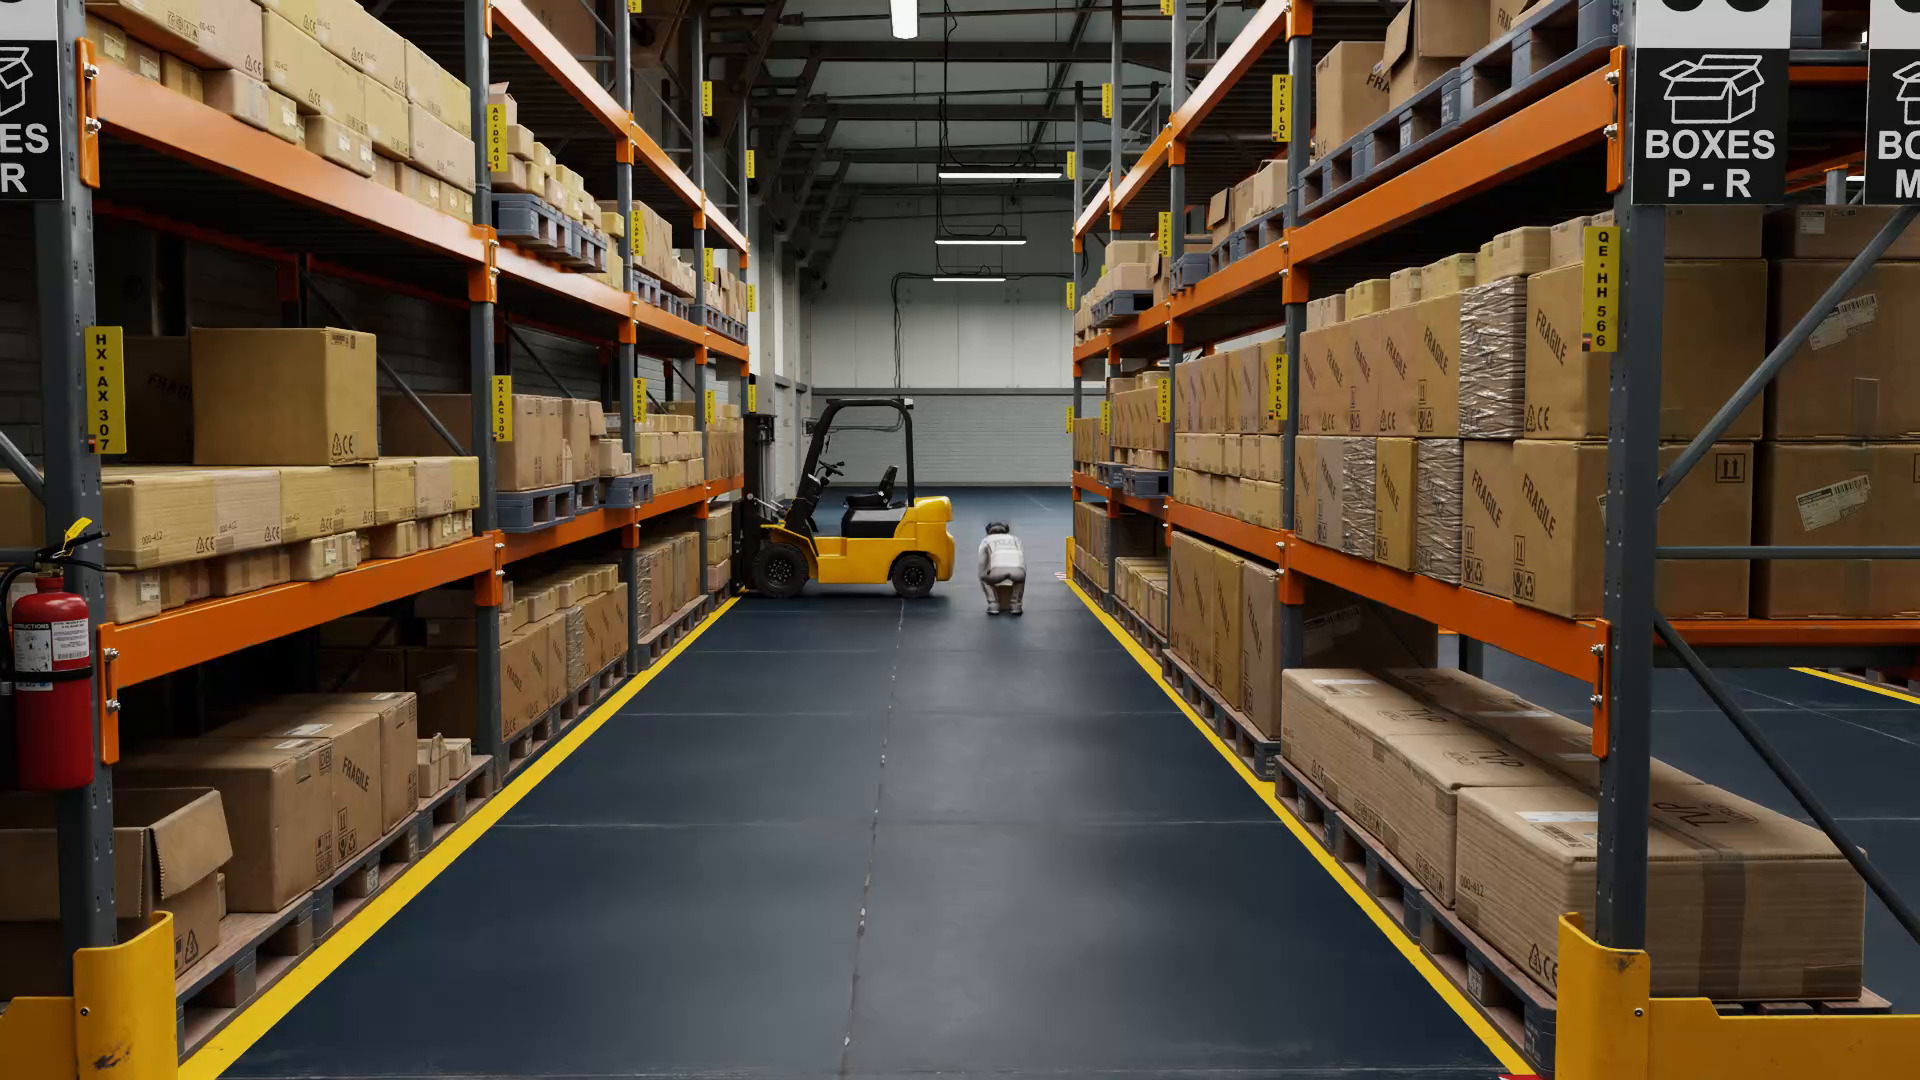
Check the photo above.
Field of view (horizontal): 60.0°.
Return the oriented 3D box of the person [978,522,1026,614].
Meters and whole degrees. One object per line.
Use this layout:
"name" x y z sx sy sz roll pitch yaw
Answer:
"person" 0.426 0.279 16.610 0.479 0.898 0.856 0 4 -1
